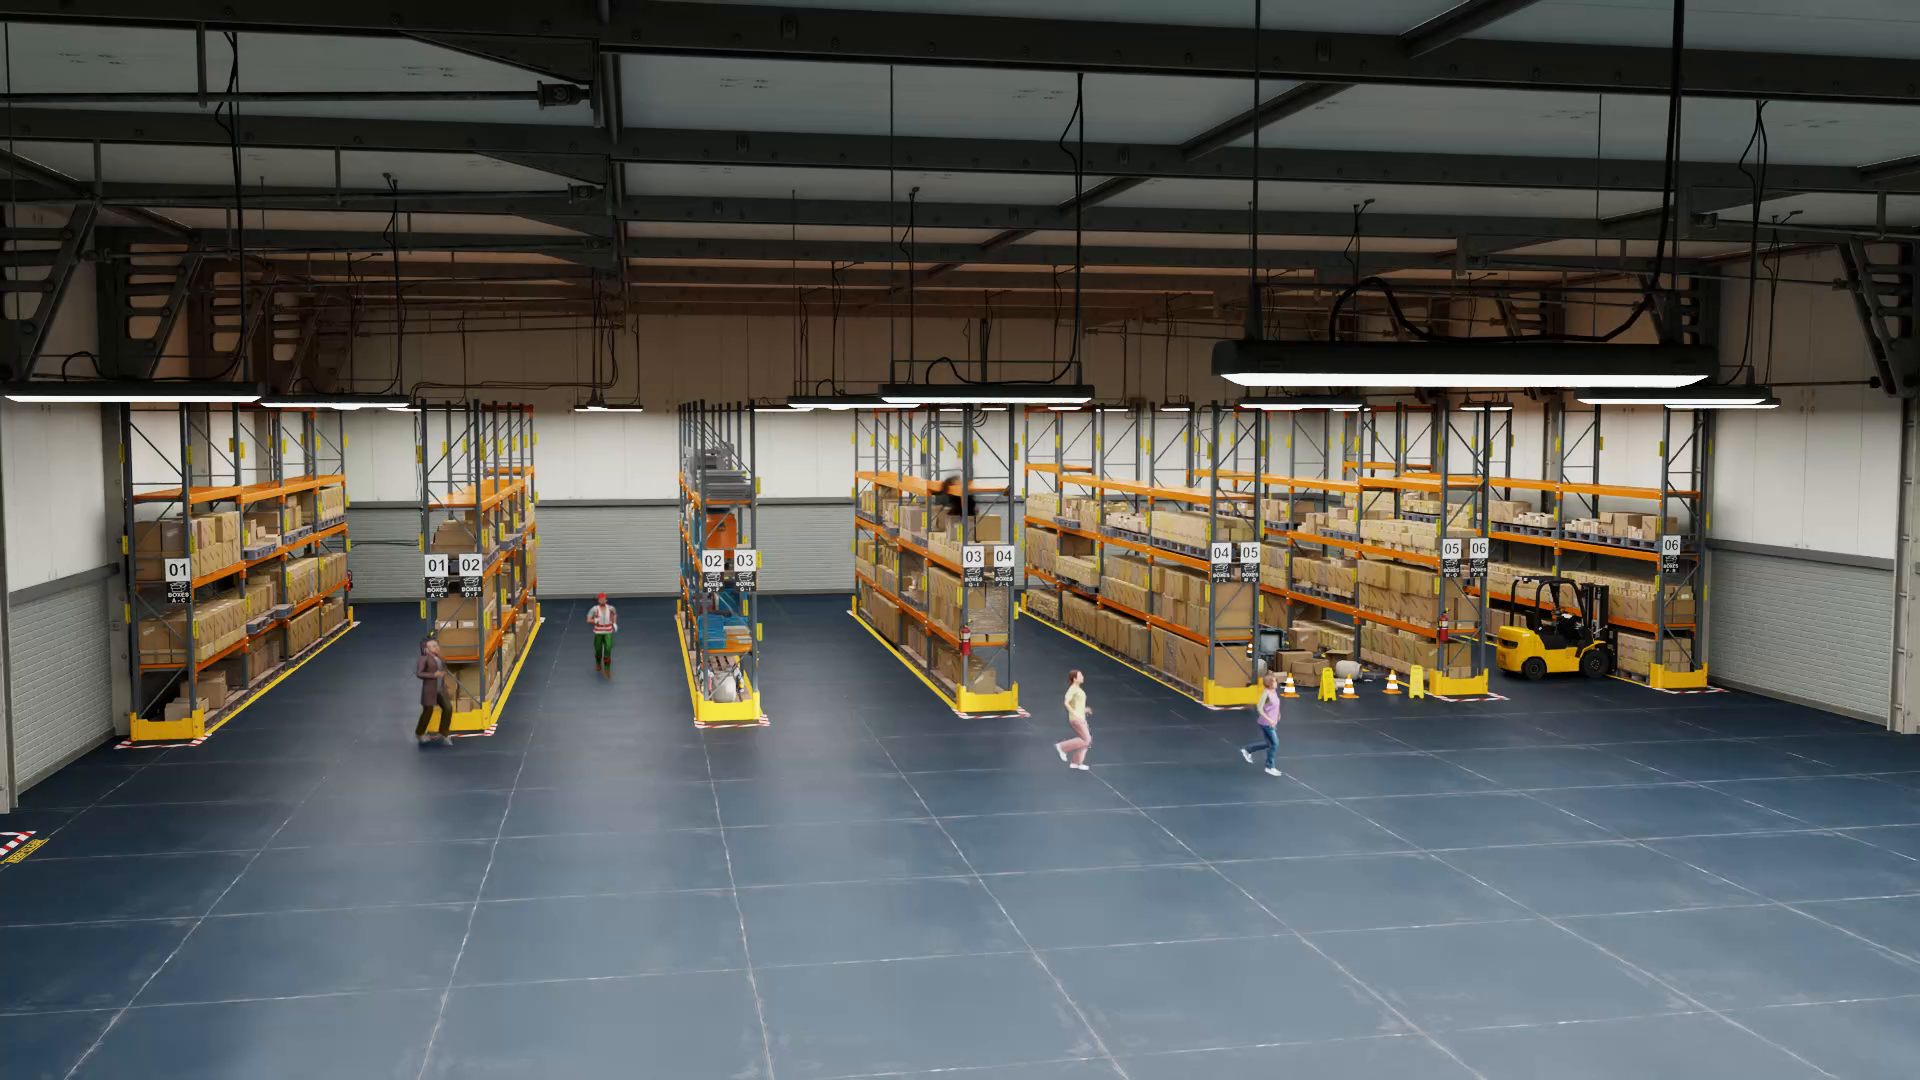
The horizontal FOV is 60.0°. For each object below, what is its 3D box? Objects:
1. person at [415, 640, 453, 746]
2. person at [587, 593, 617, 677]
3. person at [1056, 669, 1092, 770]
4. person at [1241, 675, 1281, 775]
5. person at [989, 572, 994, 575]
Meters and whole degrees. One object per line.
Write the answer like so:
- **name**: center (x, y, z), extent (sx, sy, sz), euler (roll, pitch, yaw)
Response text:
- **person**: center (-9.141, 2.661, 28.845), extent (0.741, 1.844, 0.708), euler (3, 5, 31)
- **person**: center (-7.832, 2.052, 36.415), extent (0.669, 1.798, 0.908), euler (-1, 5, -18)
- **person**: center (1.848, 2.903, 26.862), extent (0.561, 1.609, 0.582), euler (1, 4, 13)
- **person**: center (4.822, 2.946, 26.557), extent (0.674, 1.583, 0.540), euler (2, 5, 26)
- **person**: center (1.064, 1.387, 46.198), extent (0.702, 1.724, 0.607), euler (-1, 4, -14)
